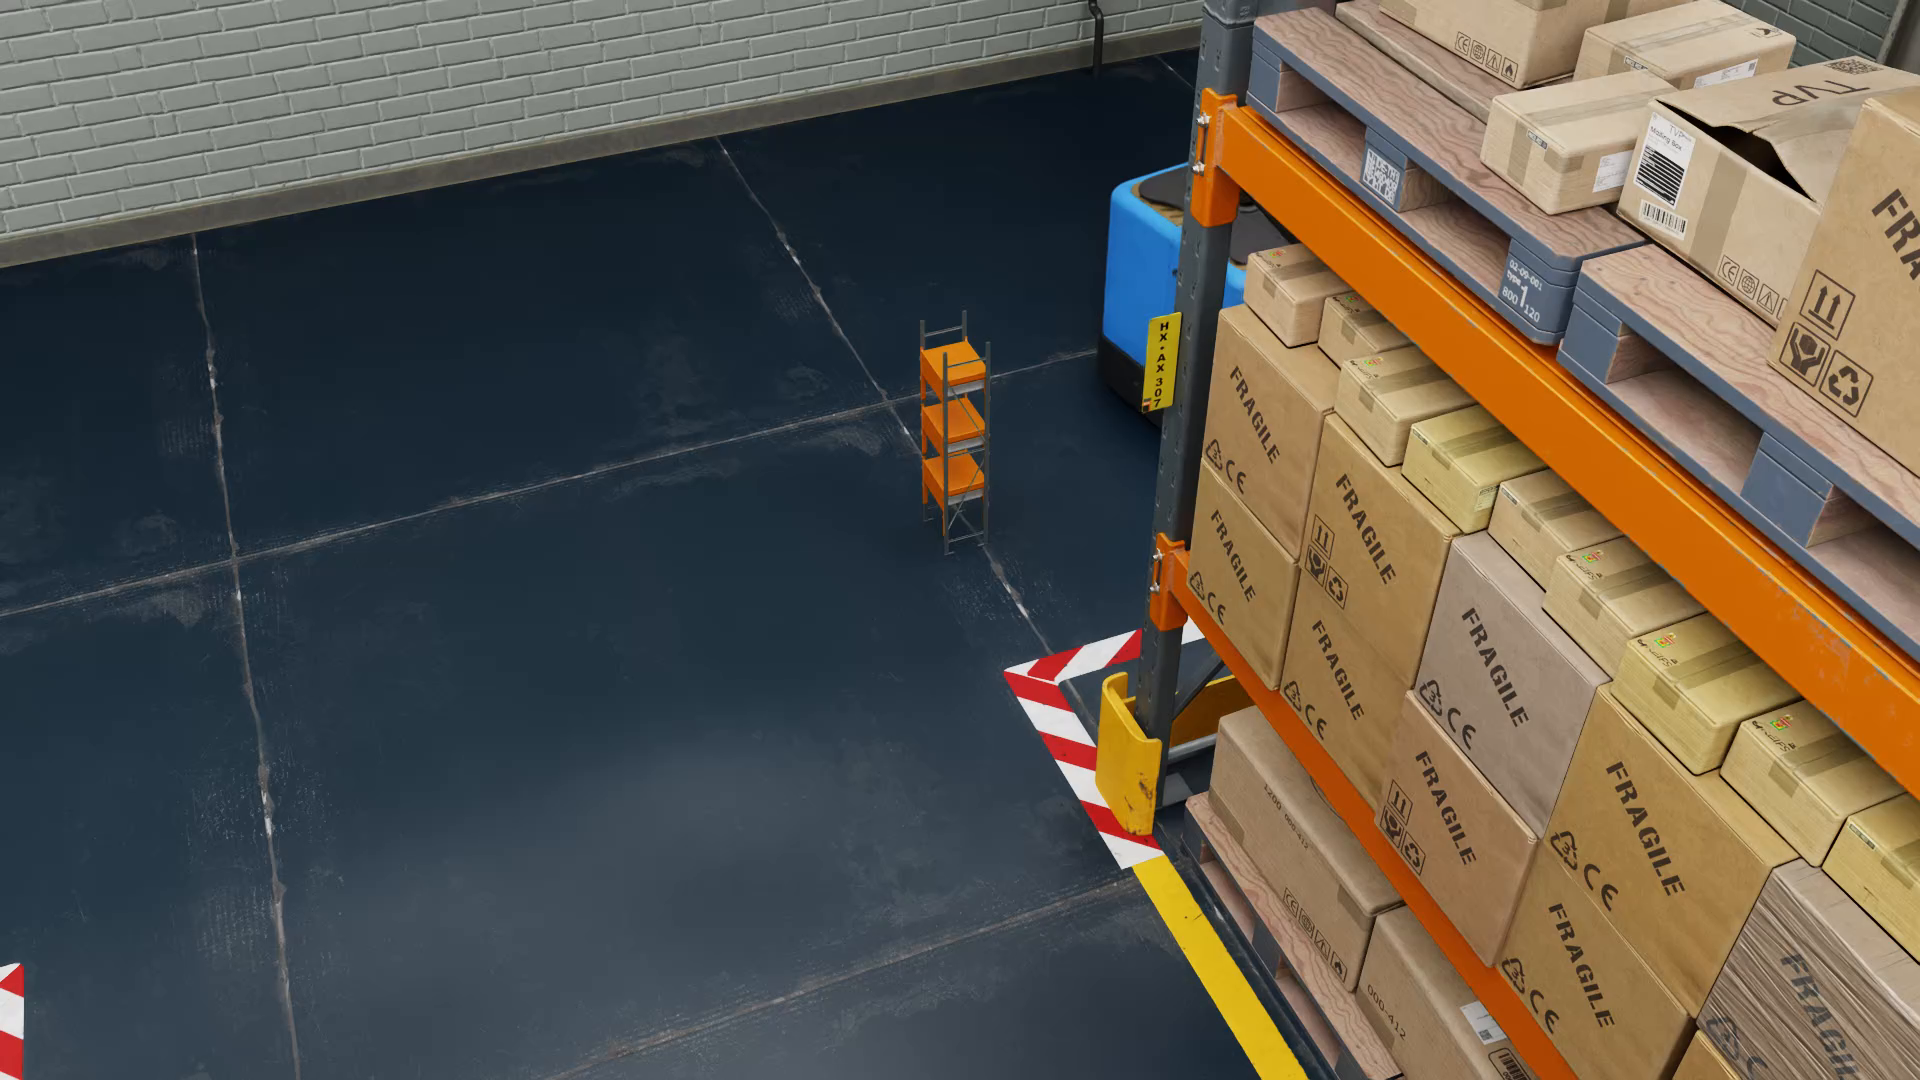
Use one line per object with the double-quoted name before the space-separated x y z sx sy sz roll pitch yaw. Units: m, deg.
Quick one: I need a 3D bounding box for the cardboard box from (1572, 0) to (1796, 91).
"cardboard box" 1.588 -1.047 3.660 0.380 0.149 0.250 -18 44 -20

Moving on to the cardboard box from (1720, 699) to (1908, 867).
"cardboard box" 1.678 0.422 3.118 0.380 0.149 0.250 -15 43 -17

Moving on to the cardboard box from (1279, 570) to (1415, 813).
"cardboard box" 1.236 0.332 4.487 0.500 0.500 0.500 -16 43 -17

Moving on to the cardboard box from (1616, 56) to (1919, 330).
"cardboard box" 1.625 -0.675 3.104 0.500 0.311 0.500 -14 43 -16

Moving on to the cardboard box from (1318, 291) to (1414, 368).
"cardboard box" 1.144 -0.529 4.223 0.380 0.149 0.250 -14 43 -16

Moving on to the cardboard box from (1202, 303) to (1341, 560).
"cardboard box" 1.019 -0.346 4.508 0.500 0.500 0.500 -16 43 -18

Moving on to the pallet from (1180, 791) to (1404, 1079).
"pallet" 1.477 1.231 5.657 1.003 0.211 1.213 -15 43 -17

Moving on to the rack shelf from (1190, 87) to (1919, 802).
"rack shelf" 1.864 0.051 3.141 1.077 0.370 4.000 -15 43 -17

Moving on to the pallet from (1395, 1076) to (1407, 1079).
"pallet" 1.939 1.964 4.804 1.003 0.211 1.213 -15 43 -17

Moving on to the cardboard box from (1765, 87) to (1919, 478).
"cardboard box" 1.731 -0.409 2.649 0.500 0.500 0.500 -14 43 -16

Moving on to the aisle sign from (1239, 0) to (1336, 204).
"aisle sign" 0.803 -1.245 4.404 0.394 0.787 0.004 -15 43 -17

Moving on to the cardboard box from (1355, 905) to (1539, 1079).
"cardboard box" 1.801 1.445 4.912 0.875 0.438 0.875 -14 43 -16

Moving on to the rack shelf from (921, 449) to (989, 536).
"rack shelf" -0.020 -0.212 7.133 0.215 0.259 0.240 -15 43 -17

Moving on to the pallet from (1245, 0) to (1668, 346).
"pallet" 1.392 -0.948 3.819 1.003 0.211 1.213 -15 43 -17

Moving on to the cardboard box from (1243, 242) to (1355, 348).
"cardboard box" 0.978 -0.669 4.386 0.380 0.149 0.250 -14 43 -16

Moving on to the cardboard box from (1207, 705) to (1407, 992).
"cardboard box" 1.443 0.896 5.550 0.875 0.438 0.875 -17 43 -18

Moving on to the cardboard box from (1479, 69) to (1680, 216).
"cardboard box" 1.302 -0.815 3.391 0.380 0.149 0.250 -14 43 -15

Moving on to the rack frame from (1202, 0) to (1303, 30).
"rack frame" 1.098 -2.563 3.329 1.000 3.000 0.127 -15 43 -17

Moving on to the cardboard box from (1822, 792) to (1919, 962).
"cardboard box" 1.786 0.566 2.950 0.380 0.149 0.250 -16 43 -18

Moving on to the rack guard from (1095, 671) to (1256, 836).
"rack guard" 1.089 0.645 6.117 1.175 0.500 0.348 -15 43 -17

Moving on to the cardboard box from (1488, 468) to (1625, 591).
"cardboard box" 1.405 -0.044 3.660 0.380 0.149 0.250 -15 43 -16

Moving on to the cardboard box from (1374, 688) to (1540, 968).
"cardboard box" 1.414 0.643 4.125 0.500 0.500 0.500 -15 43 -17

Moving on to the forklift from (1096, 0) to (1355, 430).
"forklift" 2.187 -2.128 7.477 3.031 2.935 1.130 -22 45 -24

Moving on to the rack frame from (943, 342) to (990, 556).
"rack frame" 0.026 -0.357 6.860 0.200 1.050 0.008 -15 43 -17

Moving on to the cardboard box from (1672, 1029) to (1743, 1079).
"cardboard box" 1.807 1.259 3.408 0.500 0.500 0.500 -16 43 -17

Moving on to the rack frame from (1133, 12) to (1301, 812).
"rack frame" 1.098 -0.289 5.285 1.000 3.000 0.127 -15 43 -17

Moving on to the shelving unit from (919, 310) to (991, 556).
"shelving unit" -0.020 -0.430 6.945 0.215 1.050 0.252 -15 43 -17

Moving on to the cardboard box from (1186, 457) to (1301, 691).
"cardboard box" 1.017 0.034 4.833 0.500 0.500 0.500 -15 43 -17

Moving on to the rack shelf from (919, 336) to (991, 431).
"rack shelf" -0.020 -0.637 6.767 0.215 0.259 0.240 -15 43 -17

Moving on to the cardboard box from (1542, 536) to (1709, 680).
"cardboard box" 1.461 0.116 3.473 0.380 0.149 0.250 -15 43 -16

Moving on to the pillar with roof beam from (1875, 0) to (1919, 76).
"pillar with roof beam" 1.507 -4.579 5.673 9.100 9.000 0.400 -15 43 -17

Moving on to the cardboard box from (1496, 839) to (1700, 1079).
"cardboard box" 1.621 0.940 3.779 0.500 0.500 0.500 -14 43 -15

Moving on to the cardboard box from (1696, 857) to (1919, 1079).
"cardboard box" 1.803 0.876 3.087 0.500 0.500 0.500 -15 43 -16

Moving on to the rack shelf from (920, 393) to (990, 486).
"rack shelf" -0.020 -0.422 6.952 0.215 0.259 0.240 -15 43 -17

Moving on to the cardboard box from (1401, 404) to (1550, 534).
"cardboard box" 1.255 -0.190 3.829 0.380 0.149 0.250 -16 43 -18

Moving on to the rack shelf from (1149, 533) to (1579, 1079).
"rack shelf" 1.864 1.189 4.119 1.077 0.370 4.000 -15 43 -17

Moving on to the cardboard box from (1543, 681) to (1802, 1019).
"cardboard box" 1.619 0.572 3.440 0.500 0.500 0.500 -15 43 -17

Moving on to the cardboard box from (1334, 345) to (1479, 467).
"cardboard box" 1.138 -0.344 4.008 0.380 0.149 0.250 -14 43 -16

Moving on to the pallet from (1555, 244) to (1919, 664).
"pallet" 1.862 -0.212 2.964 1.003 0.211 1.213 -15 43 -17

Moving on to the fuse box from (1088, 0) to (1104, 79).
"fuse box" 0.916 -3.627 10.156 0.539 1.711 0.414 -15 43 -17

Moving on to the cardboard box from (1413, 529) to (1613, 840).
"cardboard box" 1.427 0.272 3.790 0.500 0.500 0.500 -15 43 -17

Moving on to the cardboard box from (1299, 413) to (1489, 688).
"cardboard box" 1.223 -0.036 4.148 0.500 0.500 0.500 -16 43 -18

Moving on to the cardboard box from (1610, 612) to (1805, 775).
"cardboard box" 1.533 0.276 3.288 0.380 0.149 0.250 -16 43 -18

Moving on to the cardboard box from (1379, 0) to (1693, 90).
"cardboard box" 1.354 -1.318 3.897 0.500 0.250 0.500 -19 44 -21

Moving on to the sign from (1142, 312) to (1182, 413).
"sign" 0.583 -0.512 4.820 0.100 0.325 0.005 -15 43 -17

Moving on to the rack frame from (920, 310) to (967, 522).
"rack frame" -0.067 -0.504 7.031 0.200 1.050 0.008 -15 43 -17
